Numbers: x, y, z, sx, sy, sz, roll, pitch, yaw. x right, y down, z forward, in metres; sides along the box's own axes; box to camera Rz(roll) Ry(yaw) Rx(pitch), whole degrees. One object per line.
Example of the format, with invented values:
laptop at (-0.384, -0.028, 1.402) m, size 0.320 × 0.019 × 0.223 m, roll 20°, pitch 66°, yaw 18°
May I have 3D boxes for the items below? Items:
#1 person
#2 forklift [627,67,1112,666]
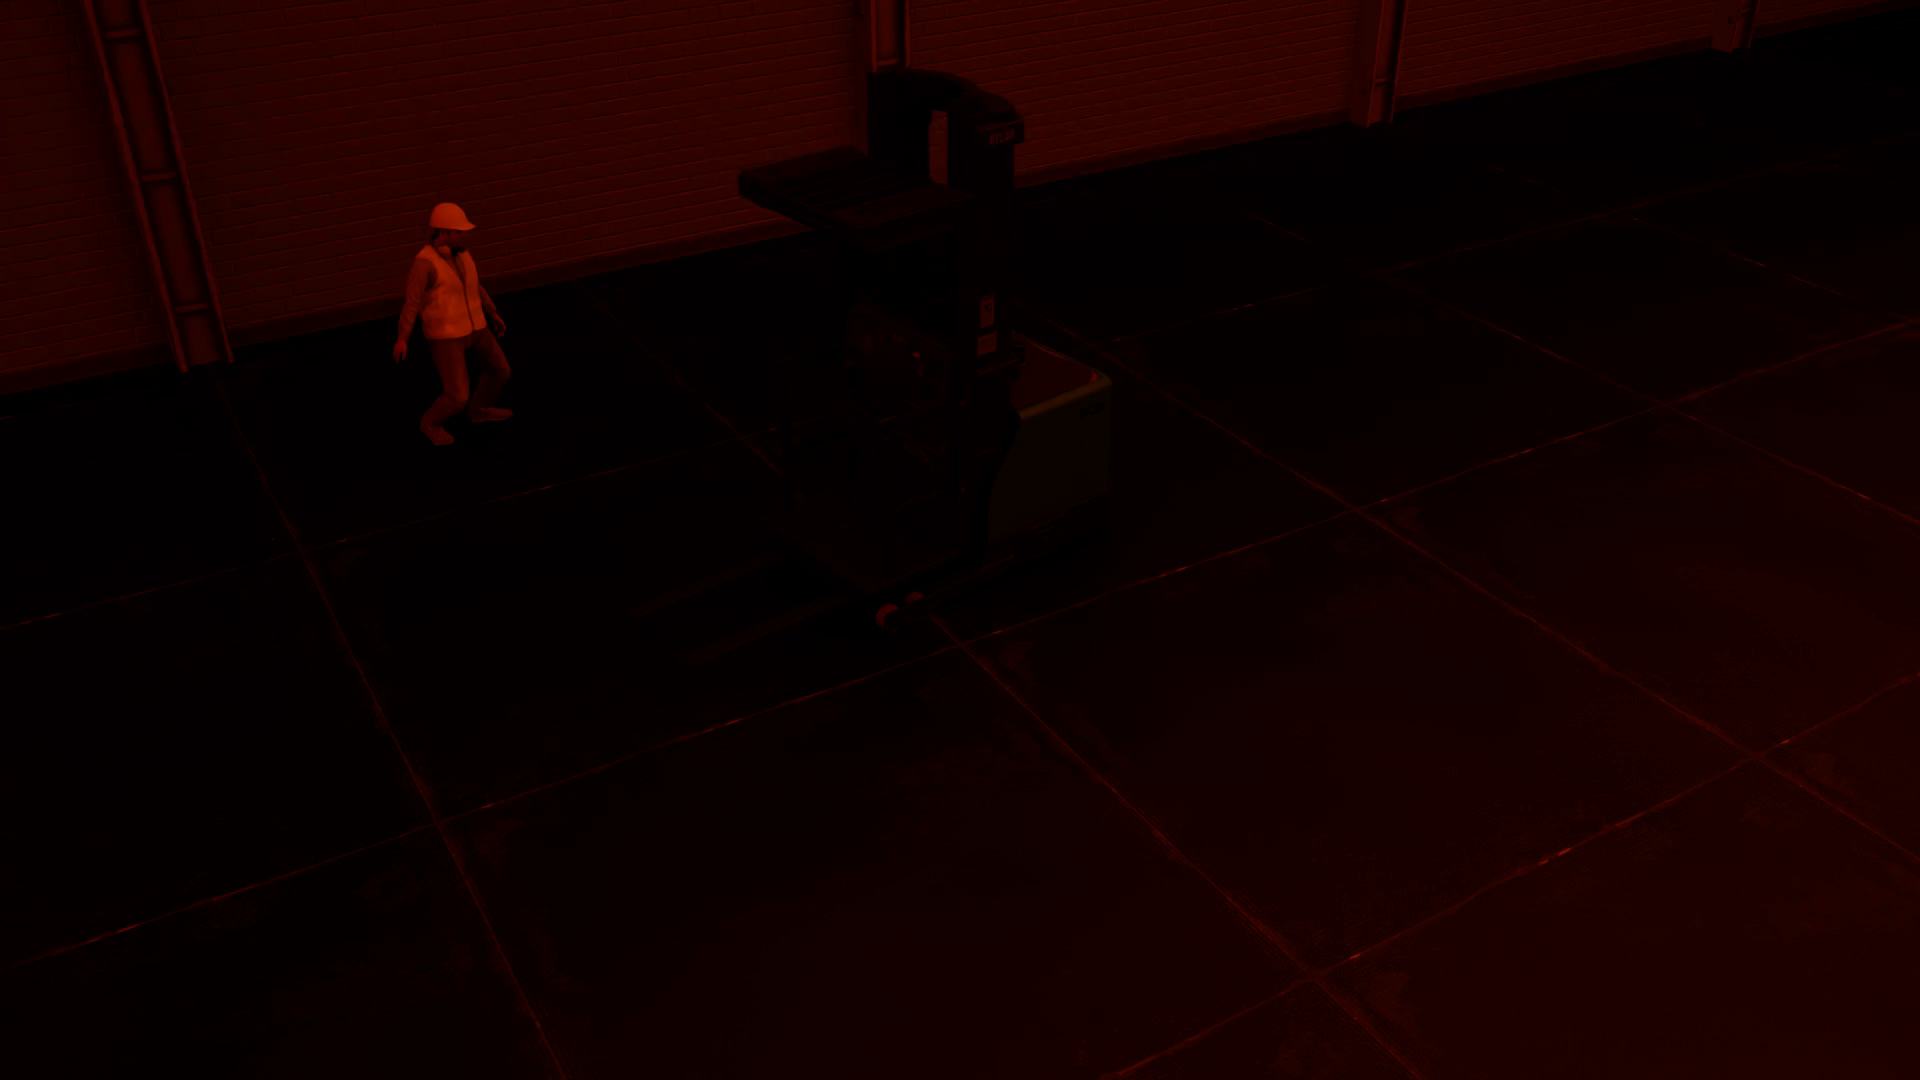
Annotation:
person at (-3.461, -1.439, 11.269) m, size 0.486 × 1.689 × 0.874 m, roll 17°, pitch 35°, yaw 25°
forklift at (-0.513, -1.026, 9.361) m, size 3.031 × 2.935 × 1.130 m, roll -24°, pitch 38°, yaw -34°
